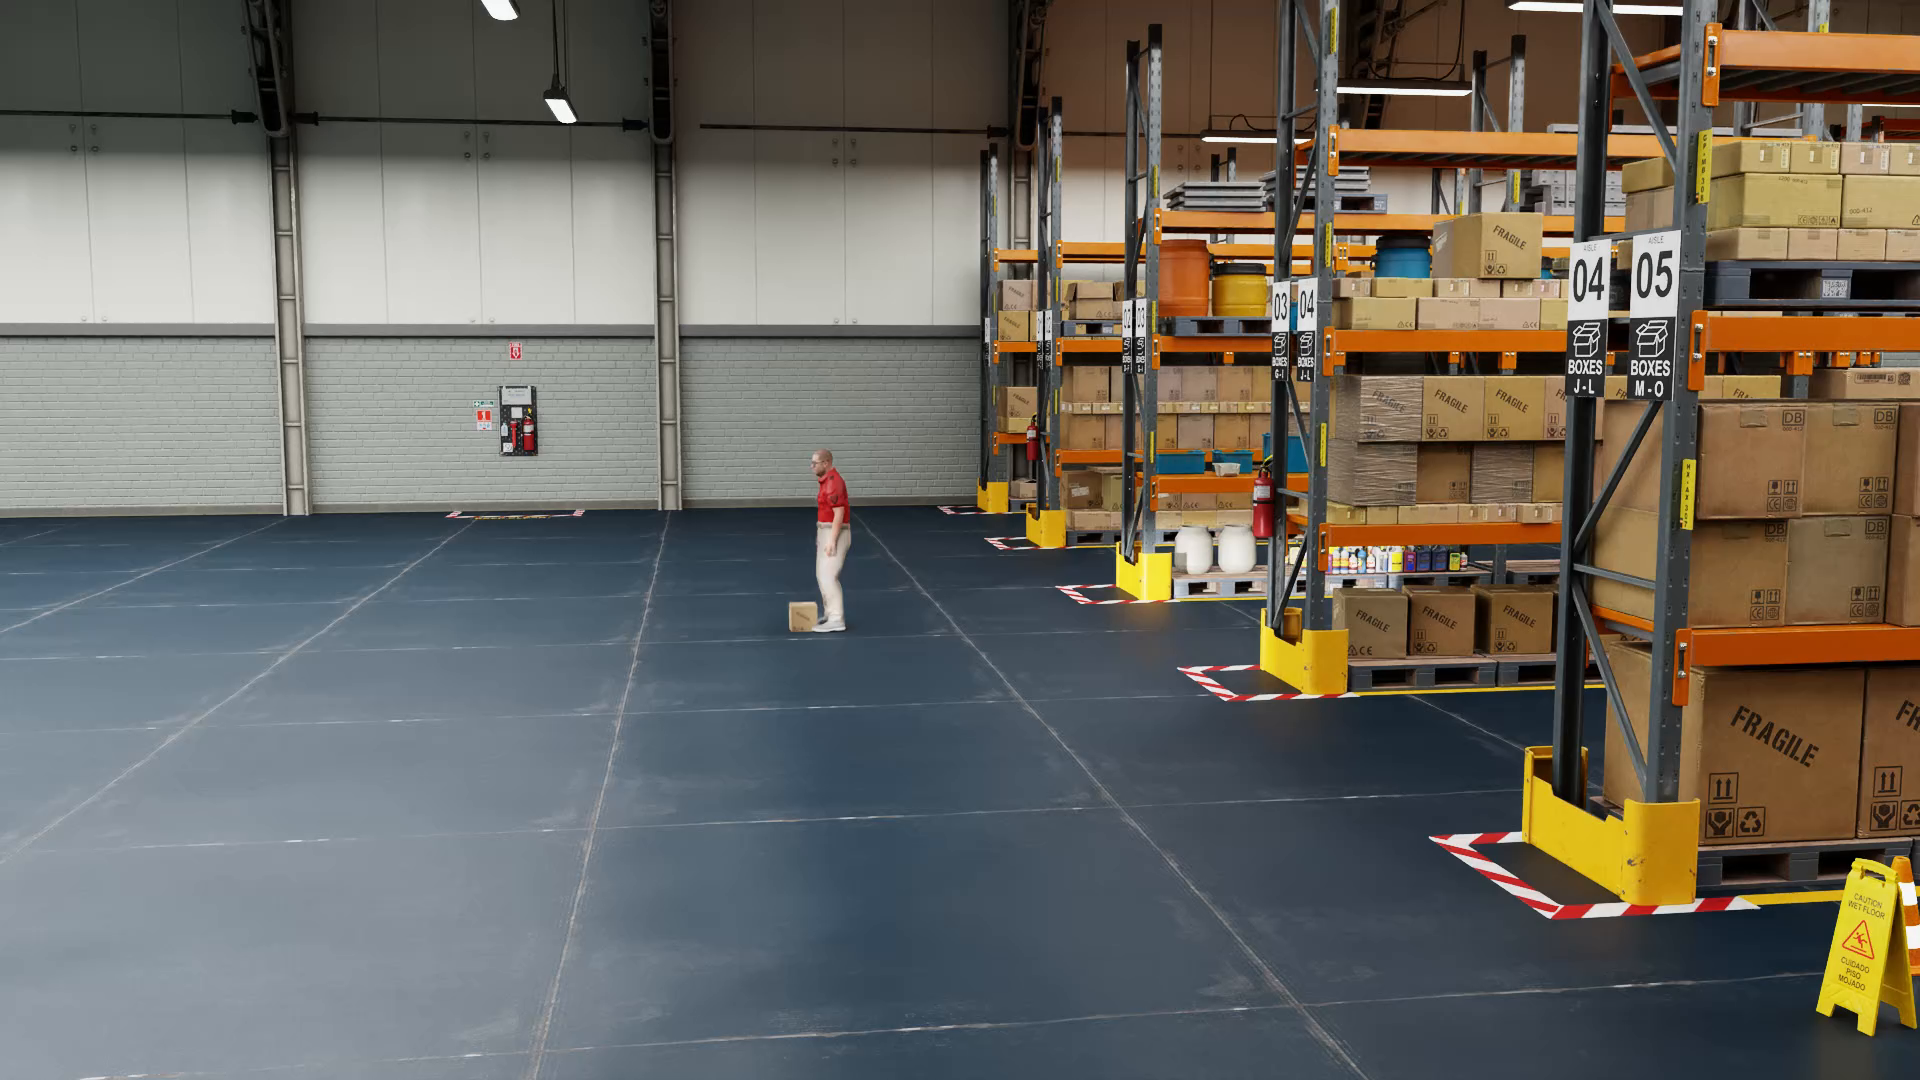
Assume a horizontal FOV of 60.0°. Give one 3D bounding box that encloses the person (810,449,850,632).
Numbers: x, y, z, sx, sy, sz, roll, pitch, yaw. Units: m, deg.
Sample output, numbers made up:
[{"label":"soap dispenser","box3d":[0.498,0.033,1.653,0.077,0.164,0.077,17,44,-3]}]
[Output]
[{"label":"person","box3d":[-1.247,-0.007,15.830,0.392,1.727,0.585,-1,7,-9]}]
